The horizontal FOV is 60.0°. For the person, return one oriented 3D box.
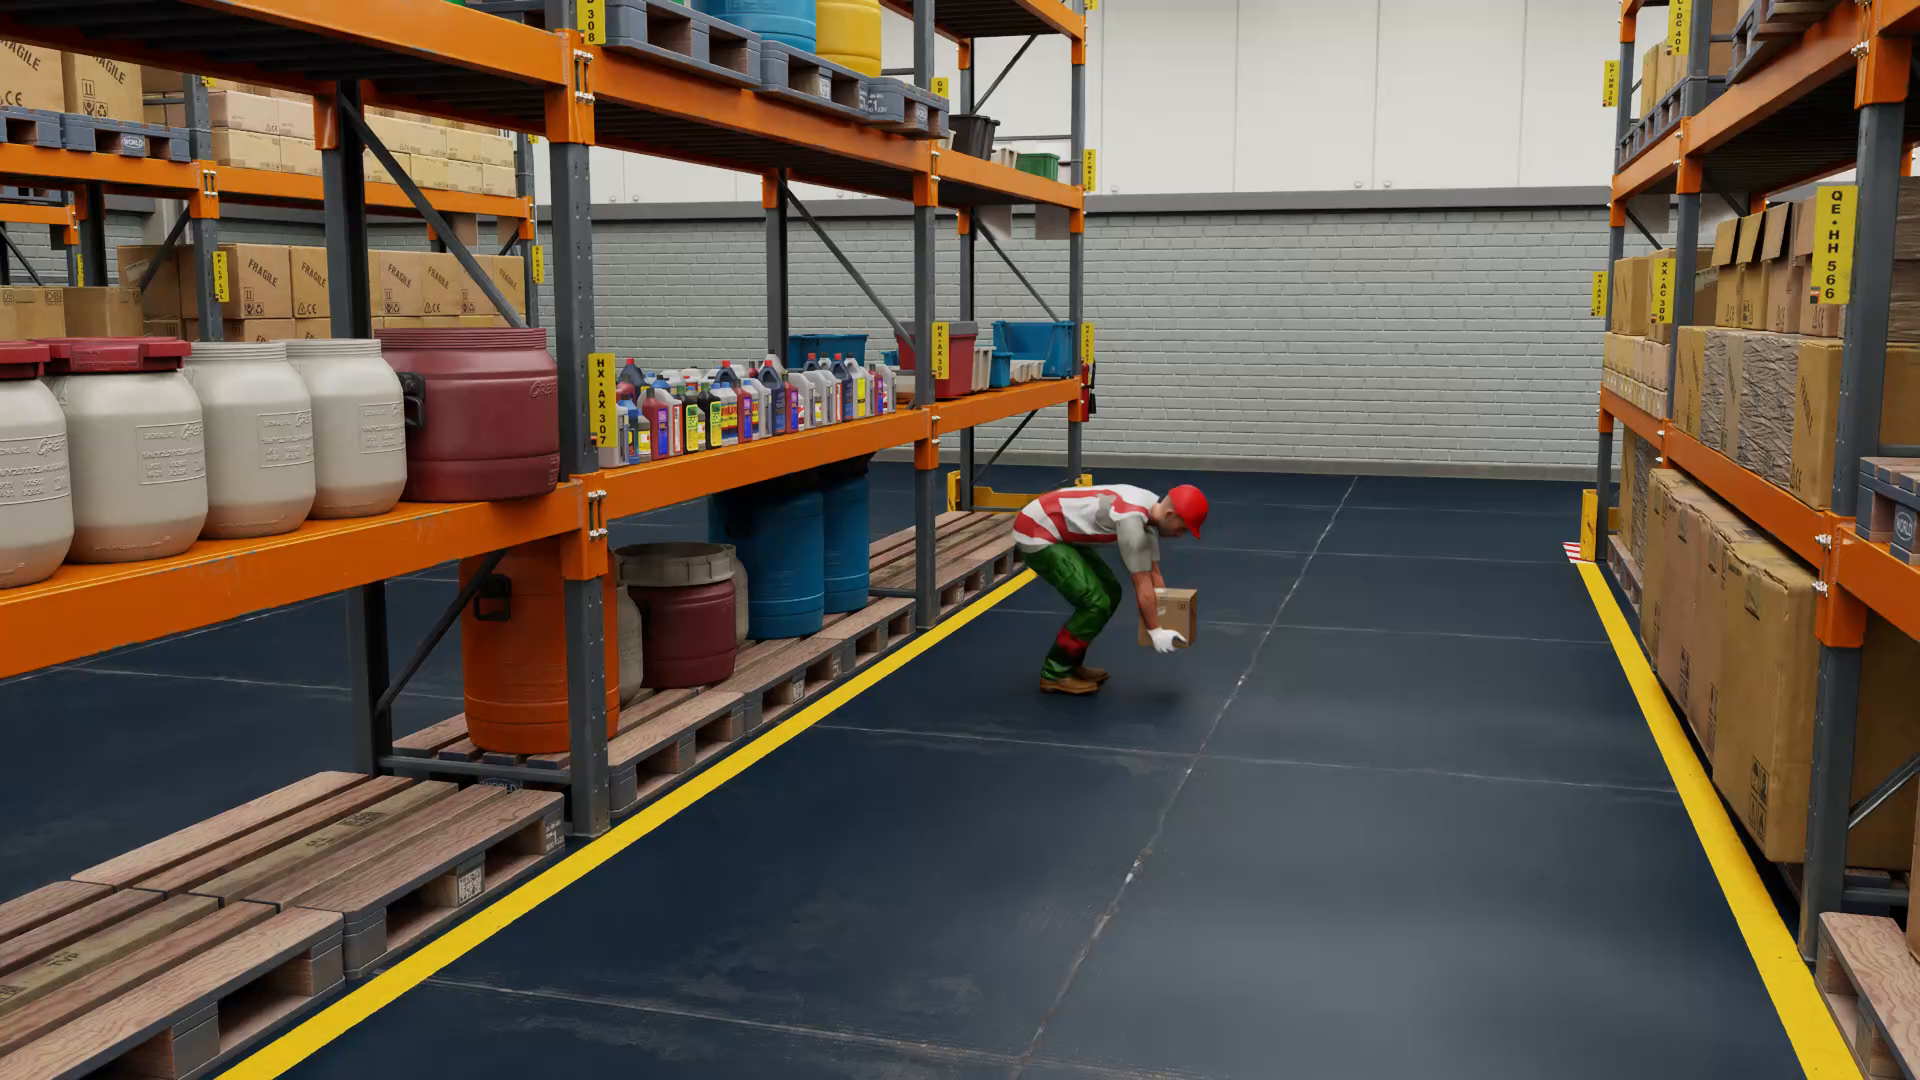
[{"bbox_3d":[0.741,0.233,8.257,0.959,1.036,0.532,2,8,13],"label":"person"}]
